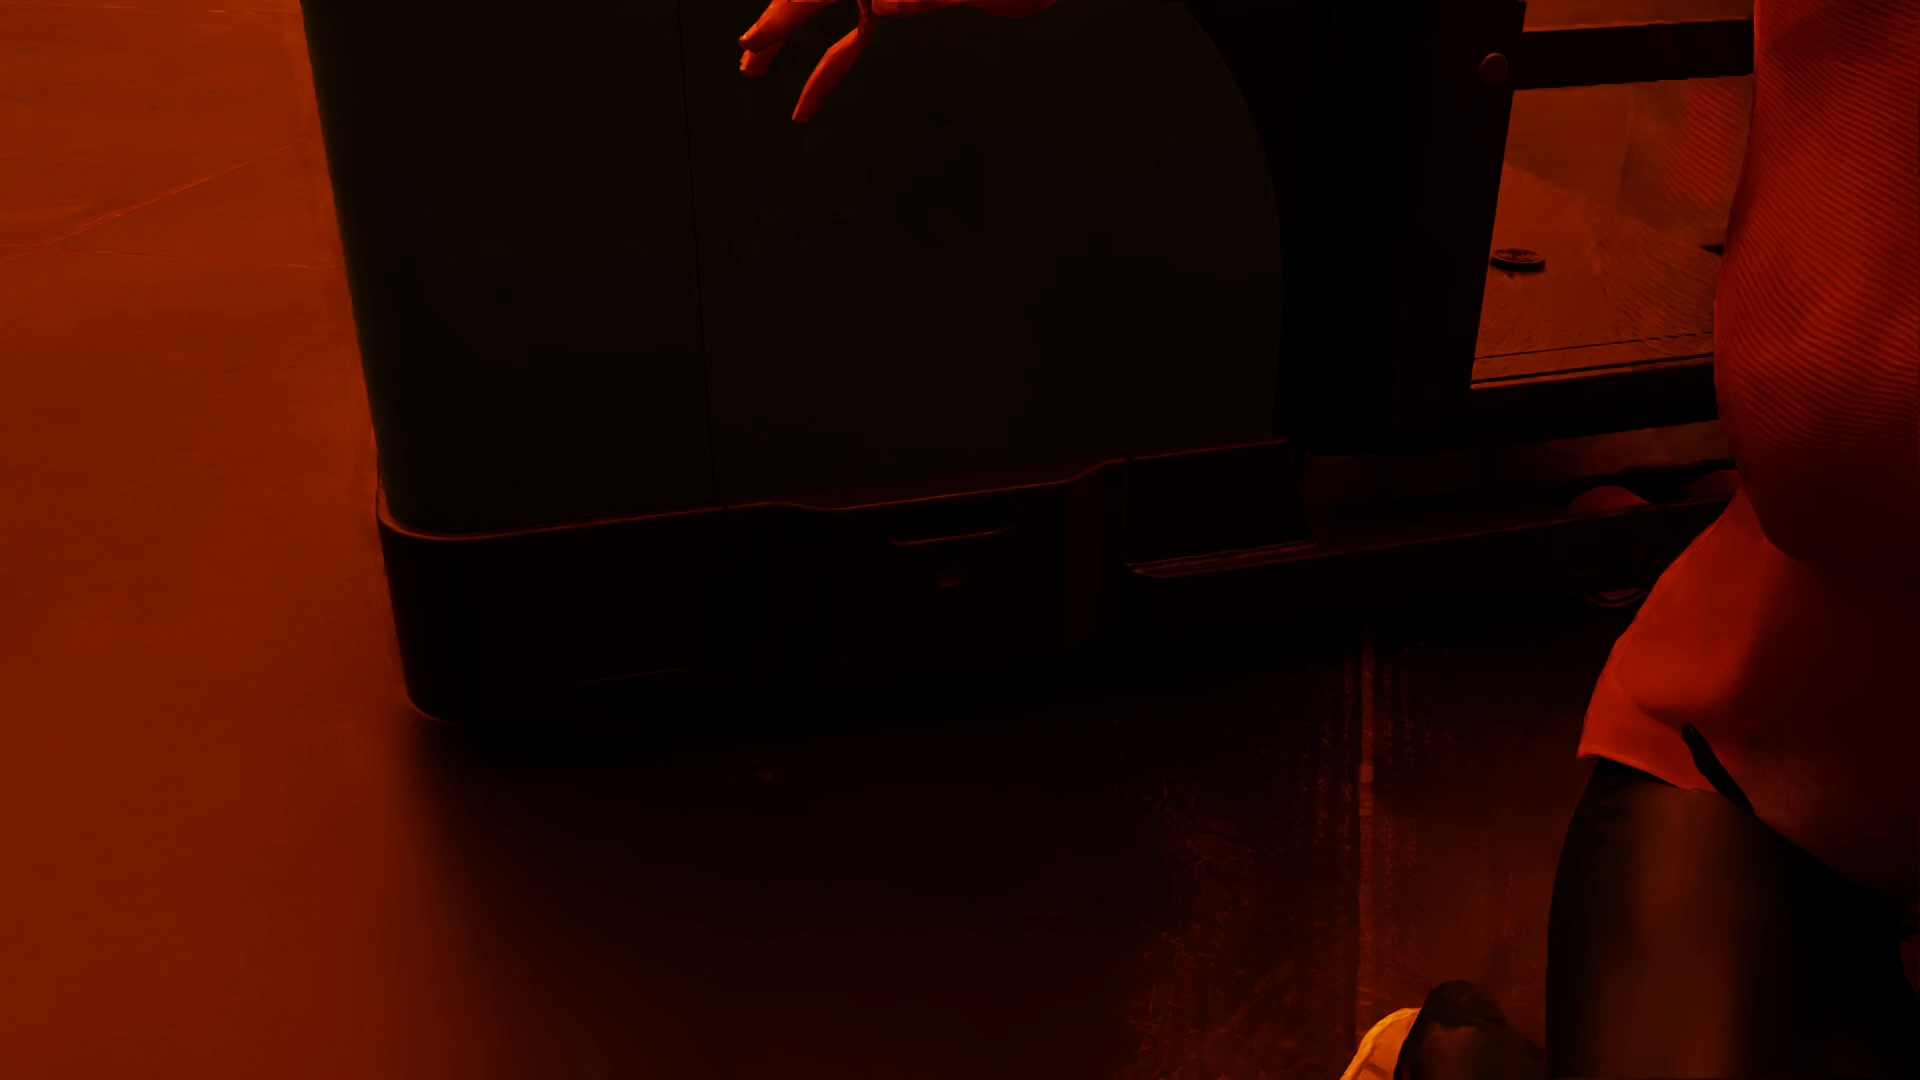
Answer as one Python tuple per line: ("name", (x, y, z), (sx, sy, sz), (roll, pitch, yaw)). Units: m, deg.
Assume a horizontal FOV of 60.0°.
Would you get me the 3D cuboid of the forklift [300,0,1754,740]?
("forklift", (0.680, -1.435, 2.091), (3.031, 2.935, 1.130), (-7, 28, -14))
